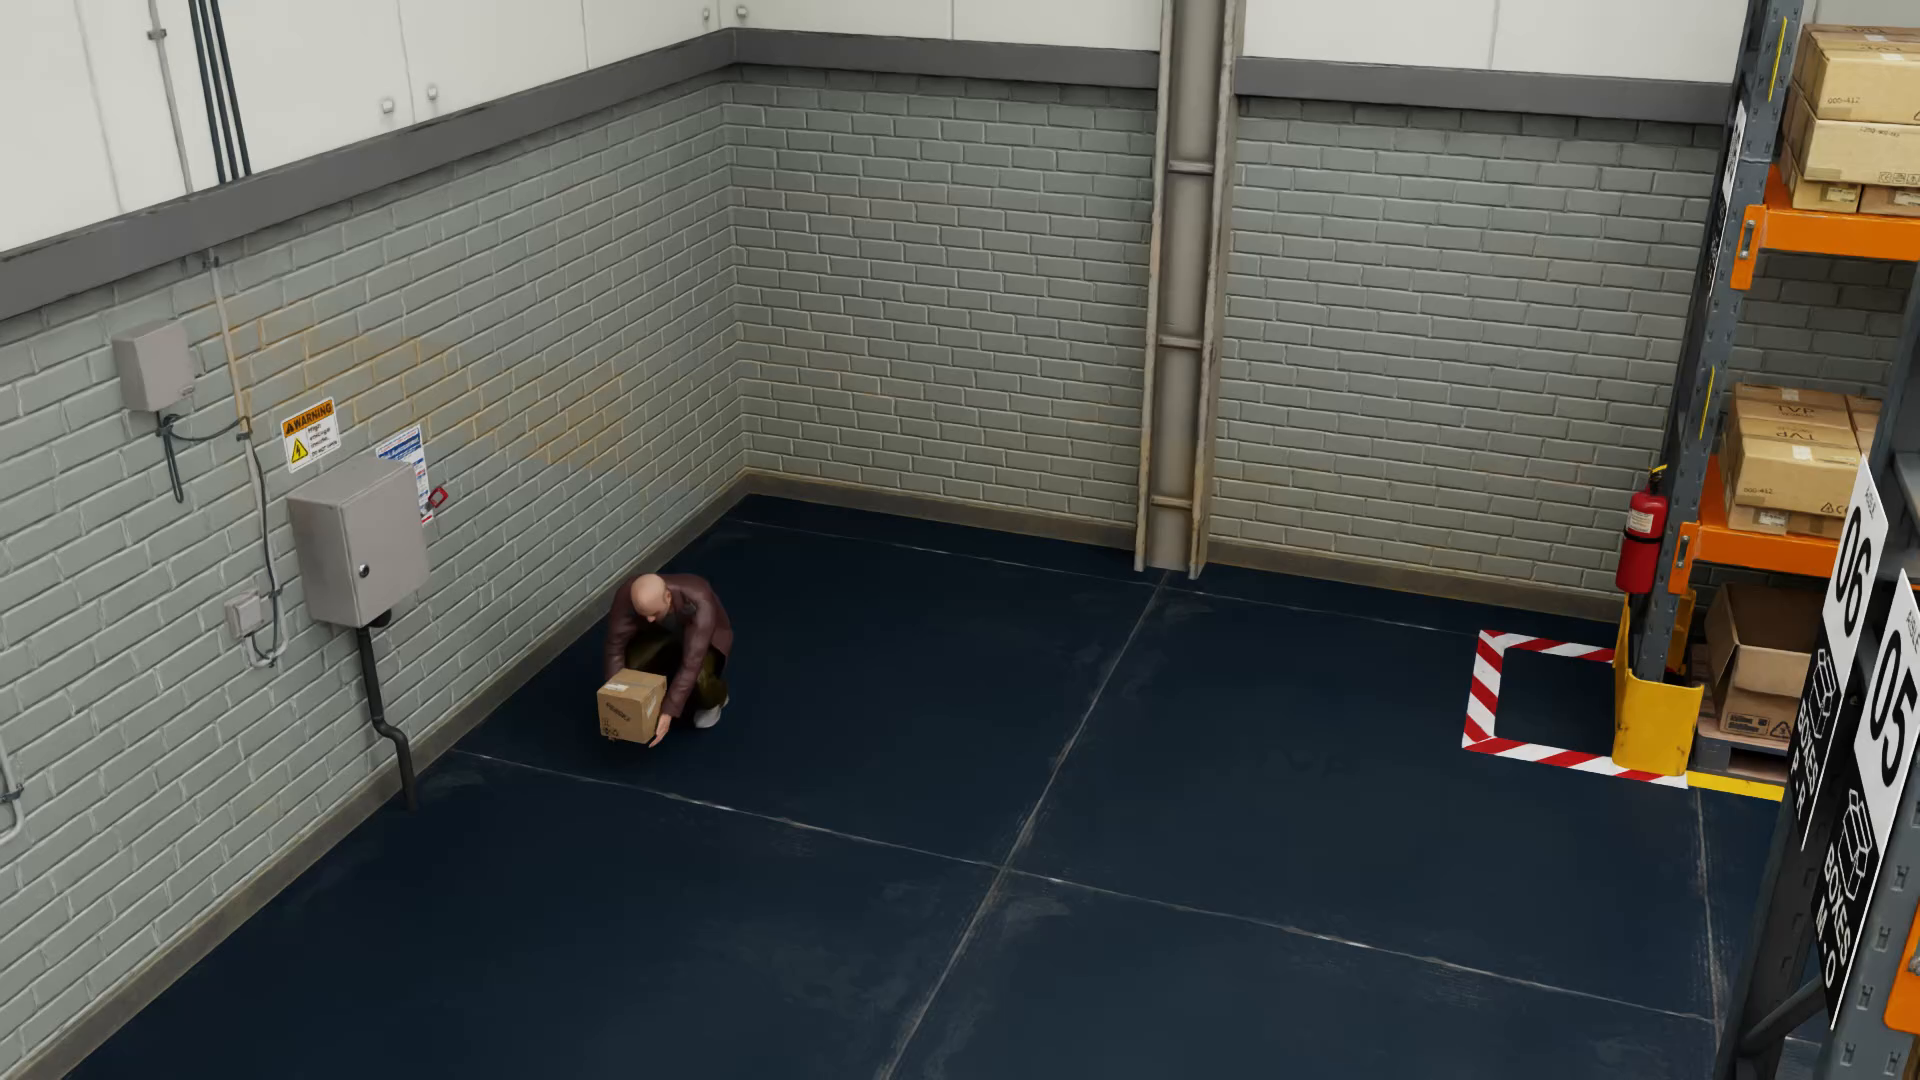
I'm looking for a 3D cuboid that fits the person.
[{"bbox_3d":[-1.487,0.528,8.454,0.600,0.978,0.916,9,27,18],"label":"person"}]
